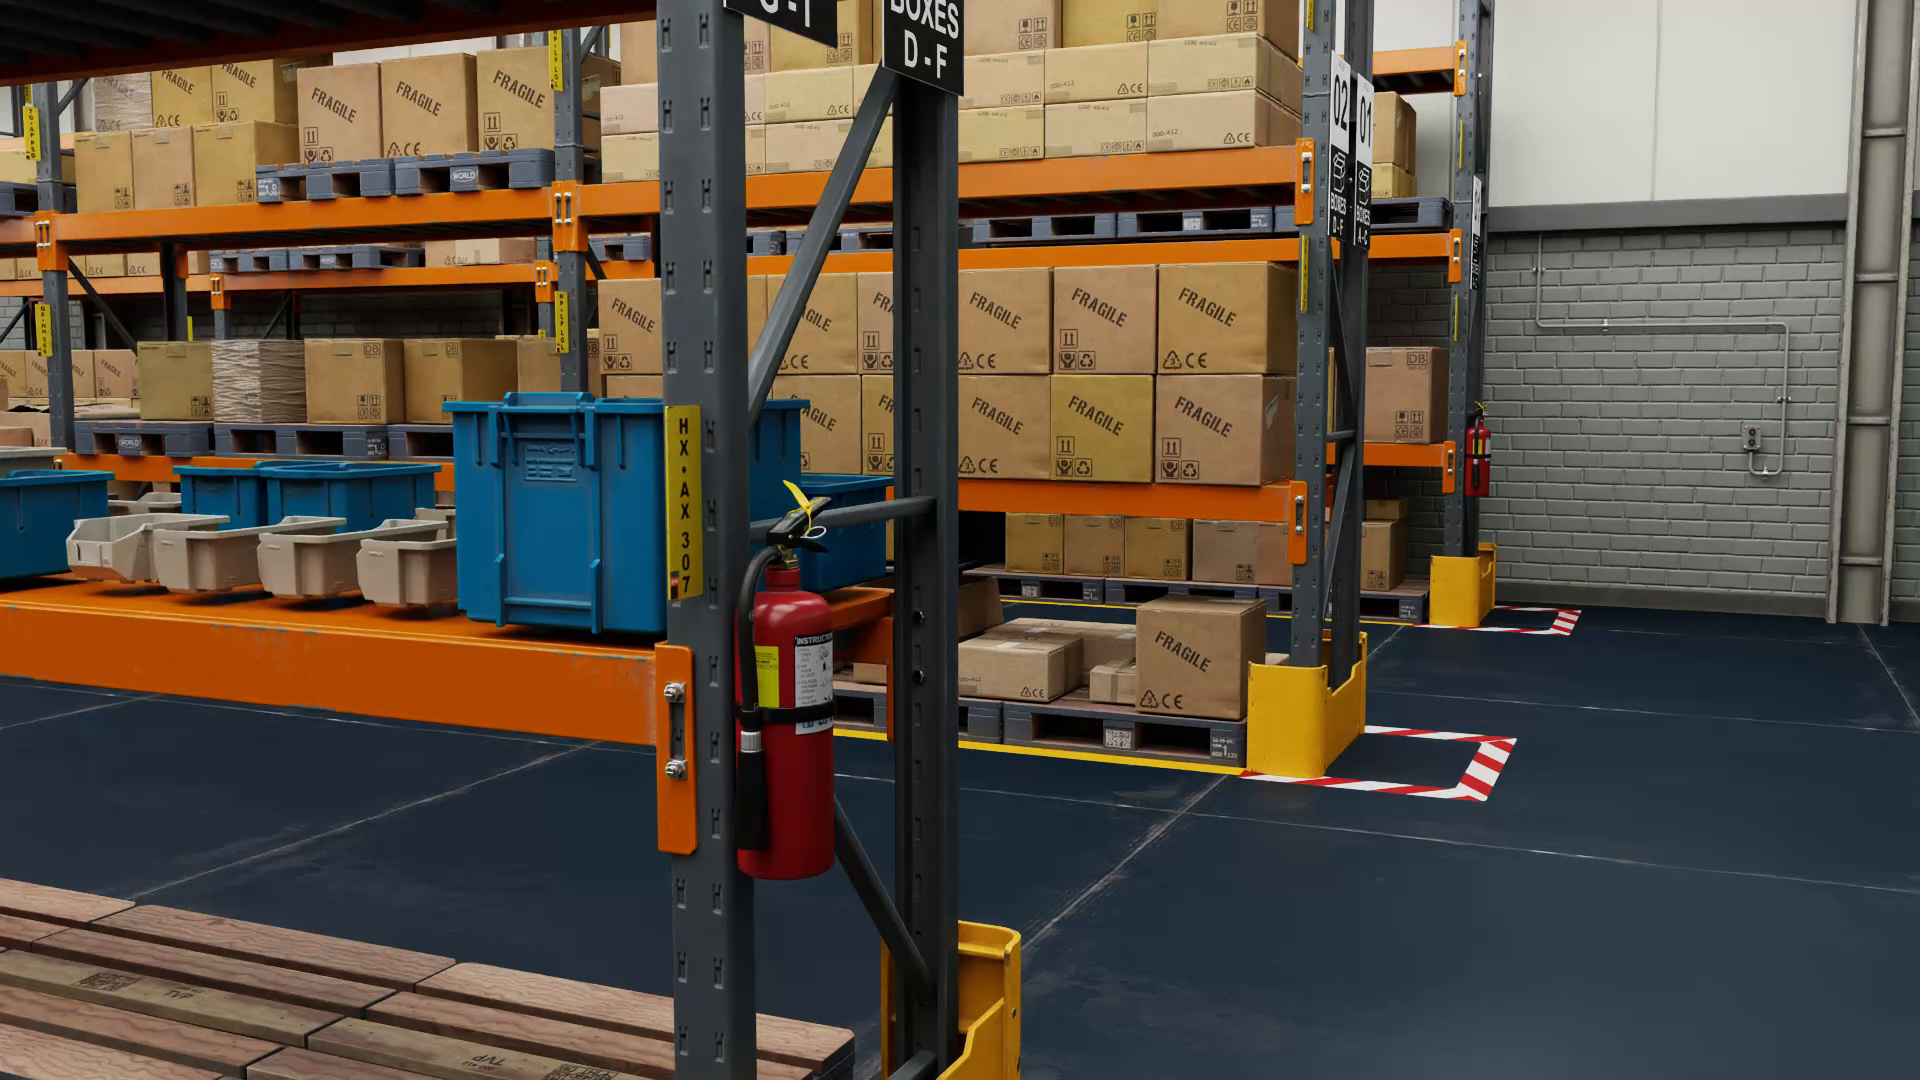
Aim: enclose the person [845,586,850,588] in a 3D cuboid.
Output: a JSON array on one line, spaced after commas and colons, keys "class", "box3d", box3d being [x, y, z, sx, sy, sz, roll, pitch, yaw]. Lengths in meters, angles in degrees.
[{"class": "person", "box3d": [-0.841, -0.090, 10.688, 0.364, 1.670, 0.442, 2, 6, 22]}]
